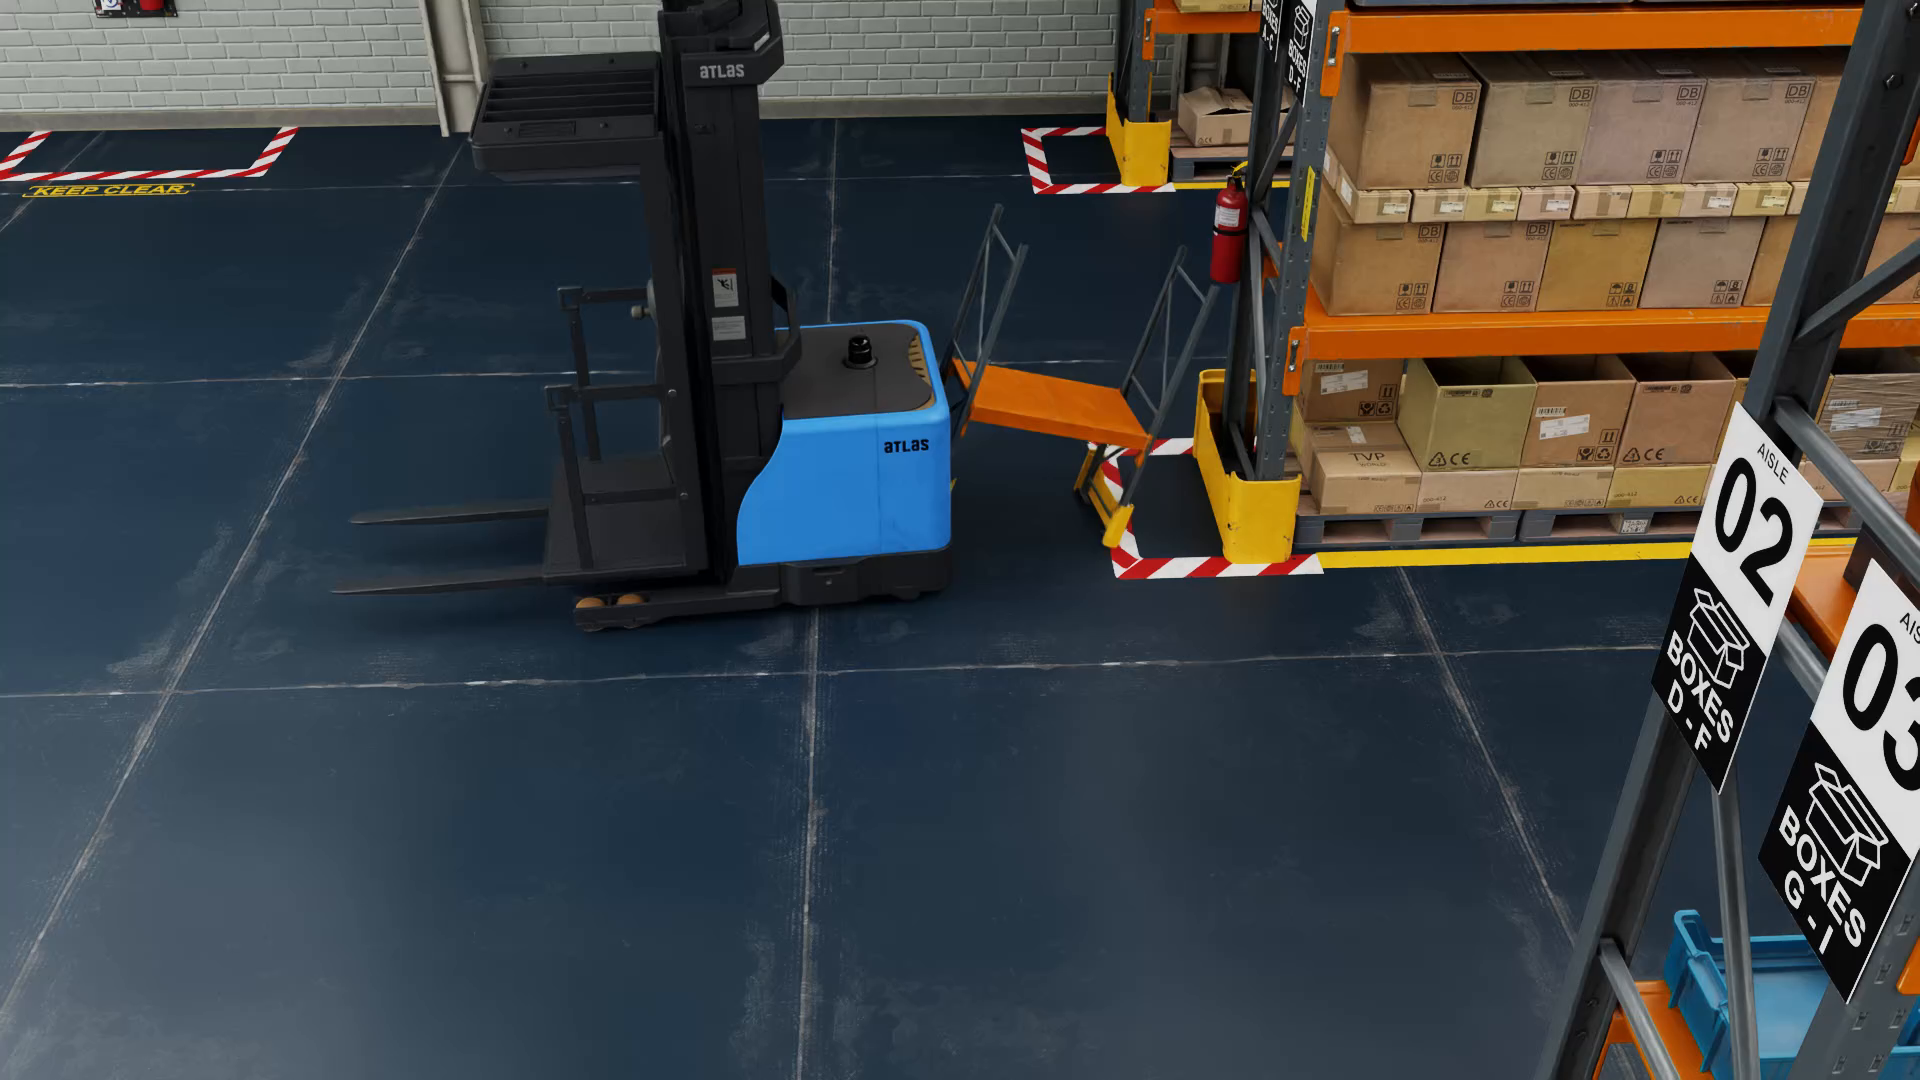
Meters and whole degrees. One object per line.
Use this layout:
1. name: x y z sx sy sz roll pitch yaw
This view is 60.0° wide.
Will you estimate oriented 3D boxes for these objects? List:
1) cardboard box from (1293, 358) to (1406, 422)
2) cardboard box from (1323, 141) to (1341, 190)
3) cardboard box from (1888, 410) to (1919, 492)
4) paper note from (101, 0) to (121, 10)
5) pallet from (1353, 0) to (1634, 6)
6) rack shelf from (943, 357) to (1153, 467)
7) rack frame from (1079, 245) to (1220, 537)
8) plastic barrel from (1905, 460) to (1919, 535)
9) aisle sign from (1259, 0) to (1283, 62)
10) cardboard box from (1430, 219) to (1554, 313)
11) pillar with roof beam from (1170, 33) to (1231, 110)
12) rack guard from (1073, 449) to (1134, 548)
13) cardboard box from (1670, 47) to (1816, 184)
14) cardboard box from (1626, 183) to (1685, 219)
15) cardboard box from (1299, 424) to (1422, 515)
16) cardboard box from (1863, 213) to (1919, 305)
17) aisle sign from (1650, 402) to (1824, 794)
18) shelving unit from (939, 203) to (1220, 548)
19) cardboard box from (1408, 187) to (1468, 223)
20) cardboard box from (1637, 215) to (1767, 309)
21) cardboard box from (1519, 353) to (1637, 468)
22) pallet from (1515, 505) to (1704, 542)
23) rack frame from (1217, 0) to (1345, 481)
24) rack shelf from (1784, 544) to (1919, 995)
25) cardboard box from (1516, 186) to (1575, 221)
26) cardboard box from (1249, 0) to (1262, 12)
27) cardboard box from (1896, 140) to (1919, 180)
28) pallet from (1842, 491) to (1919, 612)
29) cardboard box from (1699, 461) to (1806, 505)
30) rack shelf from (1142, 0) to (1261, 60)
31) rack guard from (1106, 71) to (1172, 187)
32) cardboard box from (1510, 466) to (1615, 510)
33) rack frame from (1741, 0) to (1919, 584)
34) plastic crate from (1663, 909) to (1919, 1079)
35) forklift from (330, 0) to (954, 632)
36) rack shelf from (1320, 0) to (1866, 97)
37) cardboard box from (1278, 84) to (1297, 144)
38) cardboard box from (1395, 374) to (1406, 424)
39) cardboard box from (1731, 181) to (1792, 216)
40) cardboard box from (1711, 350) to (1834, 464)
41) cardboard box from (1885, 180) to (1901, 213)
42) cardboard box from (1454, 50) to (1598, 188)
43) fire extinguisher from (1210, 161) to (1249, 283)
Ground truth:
1. cardboard box: 2.072 -0.978 8.952 0.500 0.500 0.500 -2 35 -2
2. cardboard box: 1.923 -1.871 8.196 0.250 0.149 0.380 -2 35 -3
3. cardboard box: 5.093 -0.458 8.859 0.500 0.250 0.500 -2 35 -2
4. paper note: -6.673 -4.236 13.046 0.142 0.148 0.016 -2 35 -2
5. pallet: 2.258 -2.646 7.415 1.213 0.211 1.003 -2 35 -2
6. rack shelf: 0.431 -0.659 8.485 1.000 0.185 0.538 8 31 -21
7. rack frame: 0.955 -0.739 8.580 0.032 1.500 0.500 8 31 -21
8. plastic barrel: 2.260 -0.297 3.197 0.708 0.830 0.600 -2 35 -2
9. aisle sign: 1.471 -2.679 7.736 0.004 0.787 0.394 -2 35 -2
10. cardboard box: 2.541 -1.508 8.241 0.500 0.500 0.700 -1 35 -1
11. pillar with roof beam: 2.174 -4.790 7.801 0.400 9.000 9.100 -2 35 -2
12. rack guard: 0.763 -0.226 8.882 0.087 0.250 0.587 8 31 -21
13. cardboard box: 3.599 -2.071 7.914 0.500 0.500 0.700 -2 35 -2
14. cardboard box: 3.239 -1.676 7.915 0.250 0.149 0.380 -2 35 -3
15. cardboard box: 2.096 -0.374 8.739 0.500 0.250 0.500 -2 35 -2
16. cardboard box: 4.576 -1.560 8.316 0.500 0.500 0.700 -2 35 -3
17. aisle sign: 1.695 0.135 3.670 0.004 0.787 0.394 -2 35 -2
18. shelving unit: 0.494 -0.806 8.401 1.083 1.500 0.587 8 31 -21
19. cardboard box: 2.216 -1.649 7.875 0.250 0.149 0.380 -2 35 -3
20. cardboard box: 3.563 -1.534 8.279 0.500 0.500 0.700 -1 35 -1
21. cardboard box: 3.095 -0.718 8.576 0.500 0.500 0.500 -2 35 -2
22. pallet: 3.528 -0.373 9.140 1.213 0.211 1.003 -2 35 -2
23. rack frame: 1.550 -1.444 8.237 0.127 3.000 1.000 -2 35 -2
24. rack shelf: 3.779 0.380 3.598 4.000 0.370 1.077 -2 35 -2
25. cardboard box: 2.717 -1.661 7.892 0.250 0.149 0.380 -2 35 -3
26. cardboard box: 2.332 -4.061 12.133 0.500 0.250 0.500 -3 35 -4
27. cardboard box: 4.598 -2.097 7.952 0.500 0.500 0.700 -2 35 -2
28. pallet: 2.612 0.249 3.321 1.213 0.211 1.003 -2 35 -2
29. cardboard box: 4.094 -0.428 8.816 0.500 0.250 0.500 -2 35 -2
30. rack shelf: 3.310 -4.018 12.589 4.000 0.370 1.077 -2 35 -2
31. rack guard: 1.388 -3.234 13.020 0.348 0.500 1.175 -2 35 -2
32. cardboard box: 3.095 -0.403 8.780 0.500 0.250 0.500 -2 35 -2
33. rack frame: 1.781 -1.096 2.462 0.127 3.000 1.000 -2 35 -2
34. plastic crate: 2.267 1.249 4.476 0.616 0.251 0.499 -2 35 -2
35. forklift: -1.592 -1.078 7.769 3.031 2.935 1.130 -5 35 -7
36. rack shelf: 3.548 -2.436 7.666 4.000 0.370 1.077 -2 35 -2
37. cardboard box: 2.577 -3.318 12.921 0.500 0.311 0.500 1 35 2
38. cardboard box: 2.571 -0.689 9.193 0.500 0.250 0.500 -2 35 -2
39. cardboard box: 3.751 -1.689 7.933 0.250 0.149 0.380 0 35 -1
40. cardboard box: 4.094 -0.743 8.613 0.500 0.500 0.500 -2 35 -2
41. cardboard box: 4.268 -1.705 7.955 0.250 0.149 0.380 -2 35 -2
42. cardboard box: 2.595 -2.043 7.875 0.500 0.500 0.700 -2 35 -3
43. fire extinguisher: 1.410 -1.673 8.636 0.183 0.674 0.296 -2 35 -2
